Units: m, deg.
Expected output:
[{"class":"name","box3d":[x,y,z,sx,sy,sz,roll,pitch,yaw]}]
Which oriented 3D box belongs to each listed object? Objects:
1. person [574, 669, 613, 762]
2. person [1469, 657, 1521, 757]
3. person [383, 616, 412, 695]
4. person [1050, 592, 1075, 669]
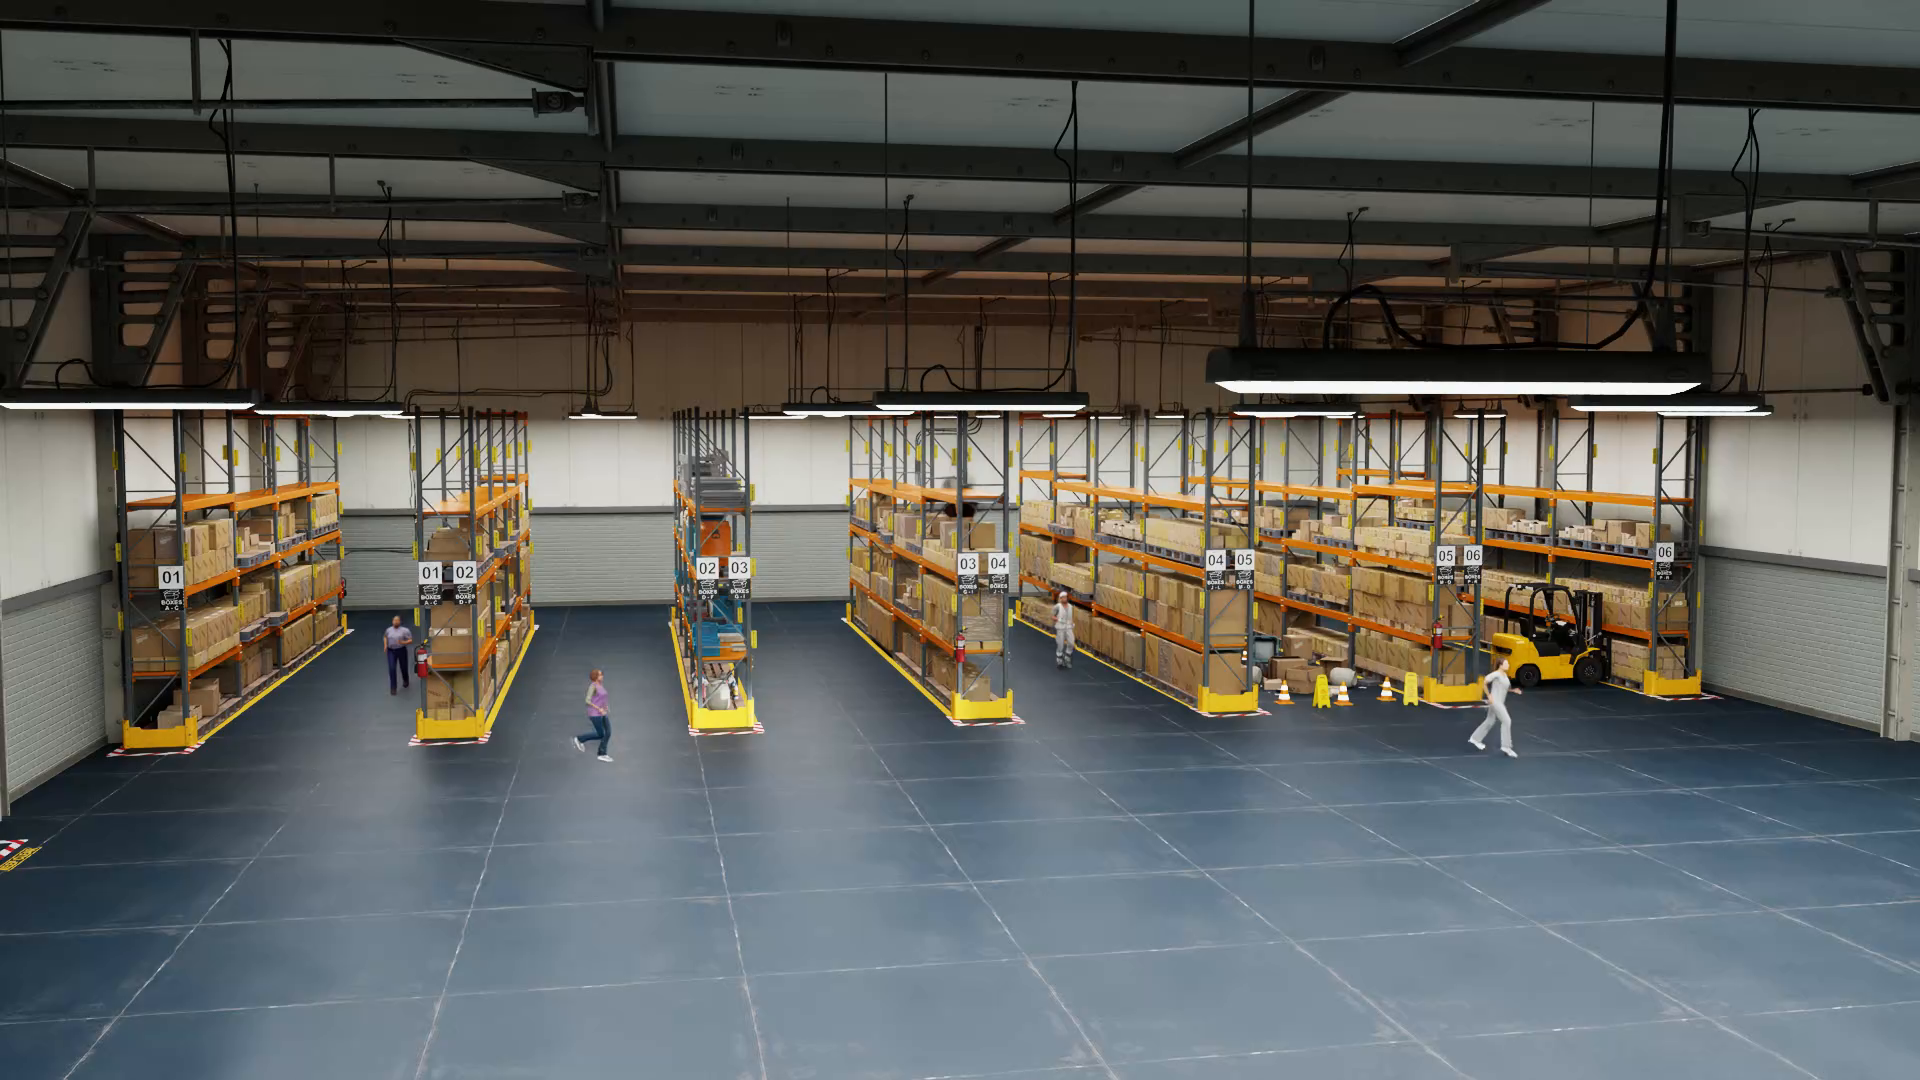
[{"class":"person","box3d":[-6.177,2.965,28.107,0.664,1.554,0.536,1,4,12]},{"class":"person","box3d":[9.237,2.853,28.717,0.872,1.706,0.494,2,5,31]},{"class":"person","box3d":[-11.861,2.403,35.062,0.615,1.624,0.918,-1,4,-11]},{"class":"person","box3d":[2.413,2.099,38.616,0.640,1.810,0.723,-1,4,-15]}]
